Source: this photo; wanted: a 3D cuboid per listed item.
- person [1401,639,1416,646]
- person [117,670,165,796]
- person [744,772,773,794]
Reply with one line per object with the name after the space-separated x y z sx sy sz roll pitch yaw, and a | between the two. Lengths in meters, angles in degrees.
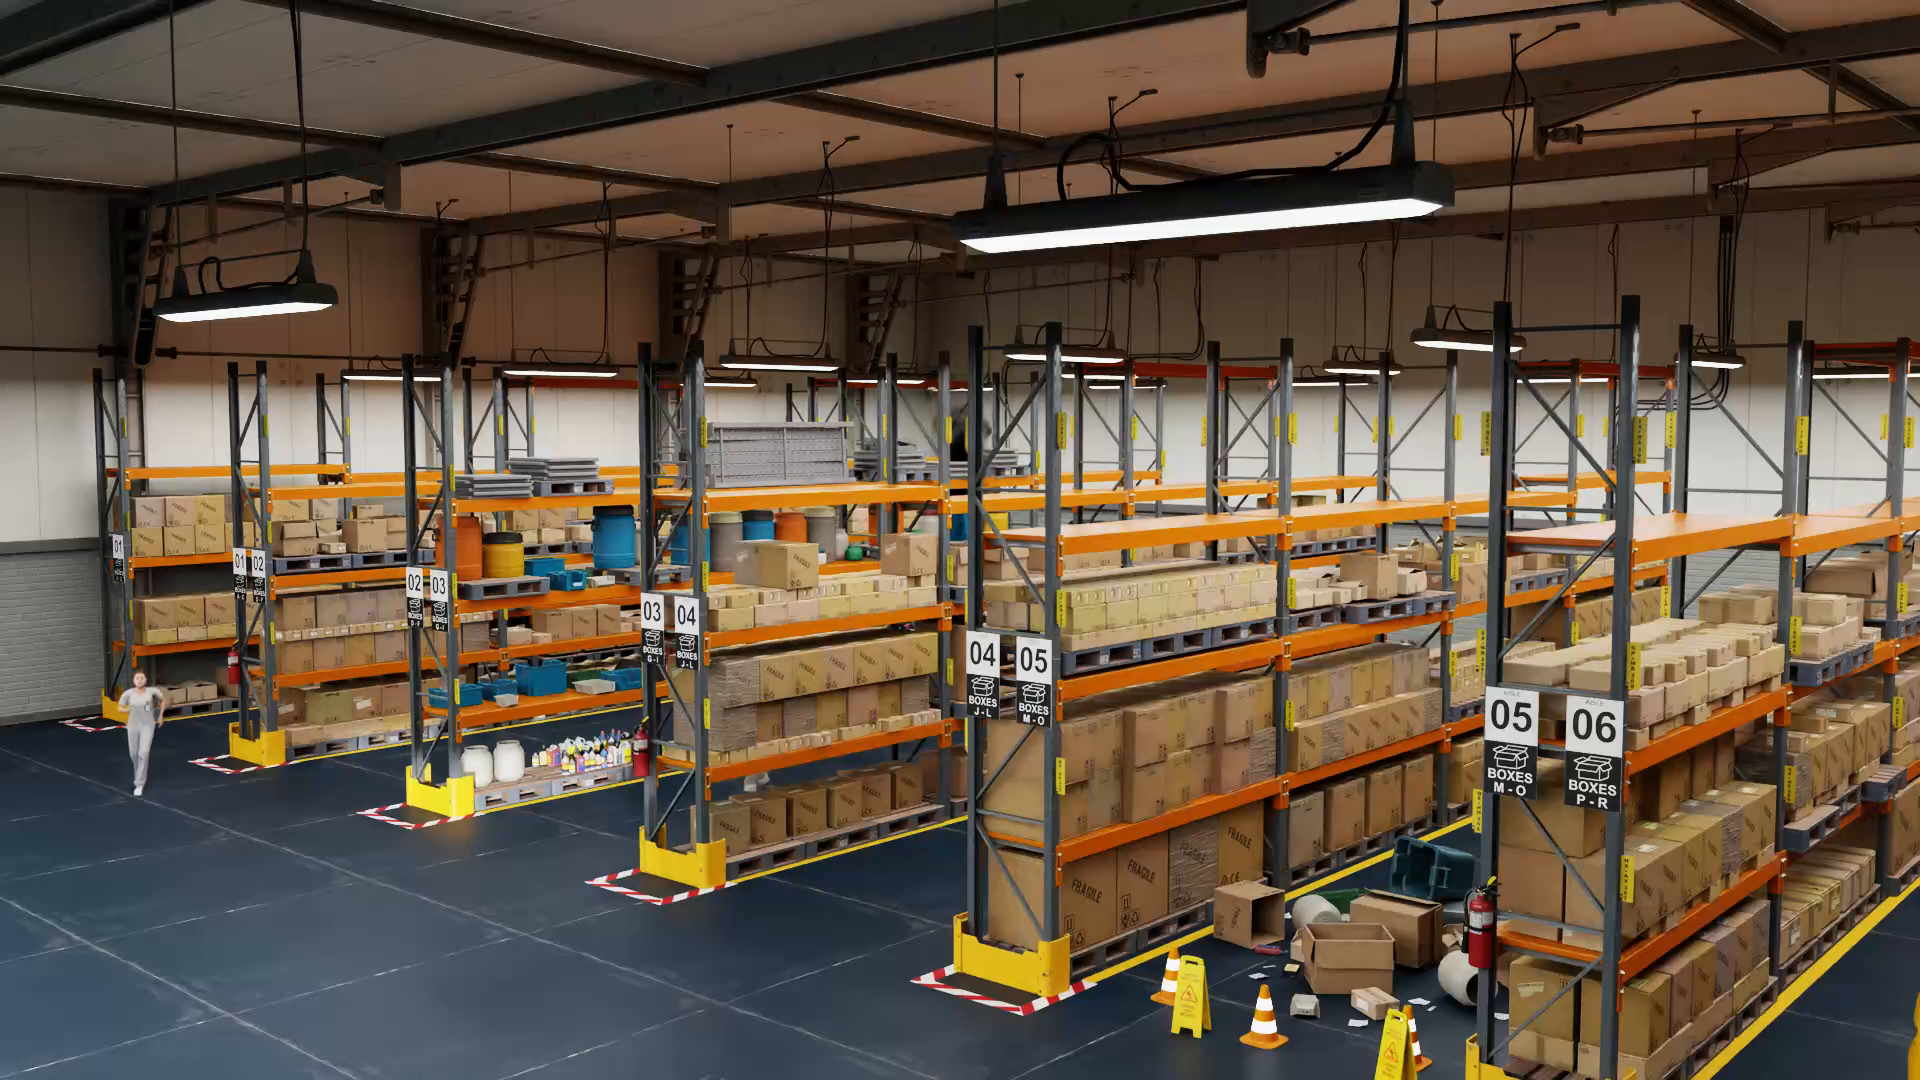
6.888 2.399 25.801 0.665 1.742 0.581 3 5 34 | person
-11.303 2.612 22.957 0.564 1.671 0.944 -1 4 -15 | person
-2.683 2.651 21.697 0.636 1.821 0.843 3 5 39 | person
